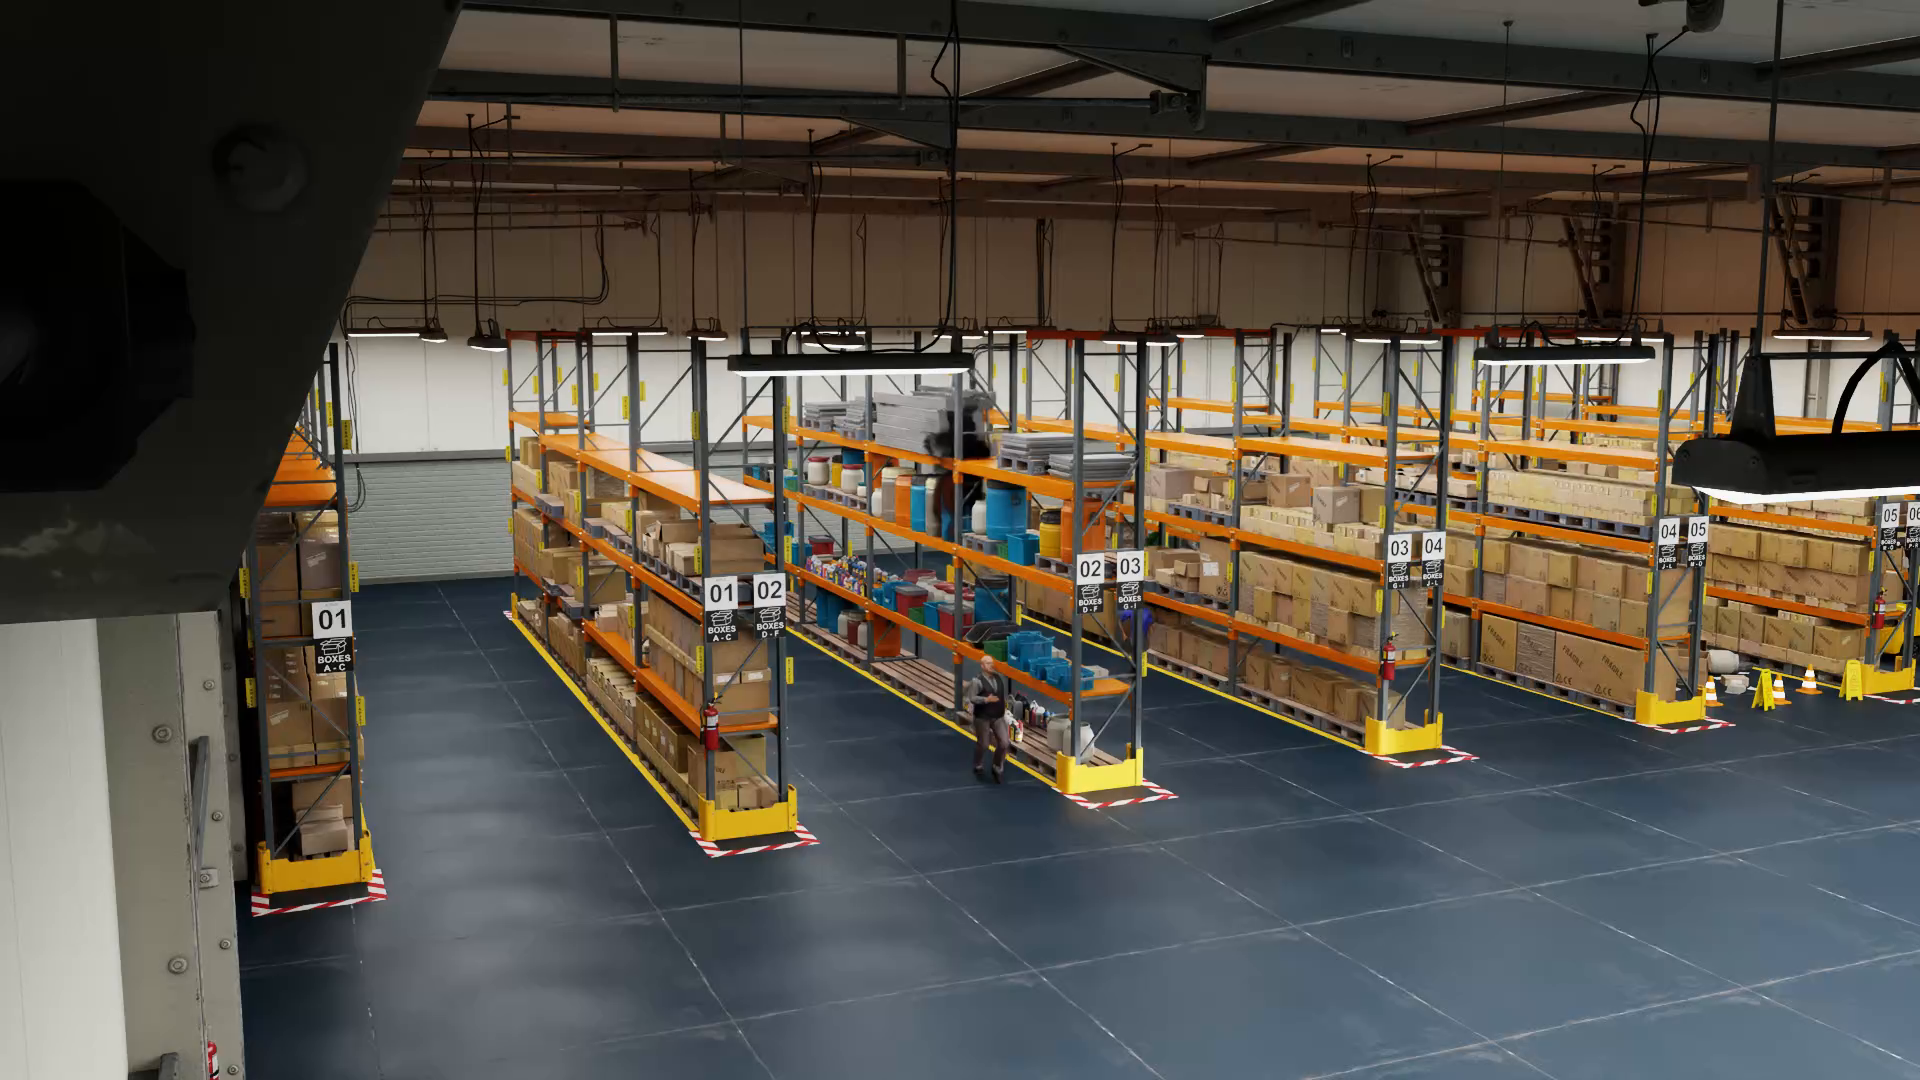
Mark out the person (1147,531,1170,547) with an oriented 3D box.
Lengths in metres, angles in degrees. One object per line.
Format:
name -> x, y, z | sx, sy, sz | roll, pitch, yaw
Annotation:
person -> 4.953, -0.247, 41.842 | 0.932, 1.782, 0.725 | 2, 8, 17

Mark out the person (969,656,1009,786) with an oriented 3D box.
person -> 0.407, 2.443, 22.452 | 0.637, 1.772, 0.709 | -4, 9, -27

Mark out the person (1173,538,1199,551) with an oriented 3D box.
person -> 5.748, -0.277, 42.375 | 0.872, 1.782, 0.635 | -2, 8, -16

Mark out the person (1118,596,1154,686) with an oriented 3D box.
person -> 3.011, 1.723, 27.950 | 0.548, 1.657, 0.674 | -4, 9, -25
